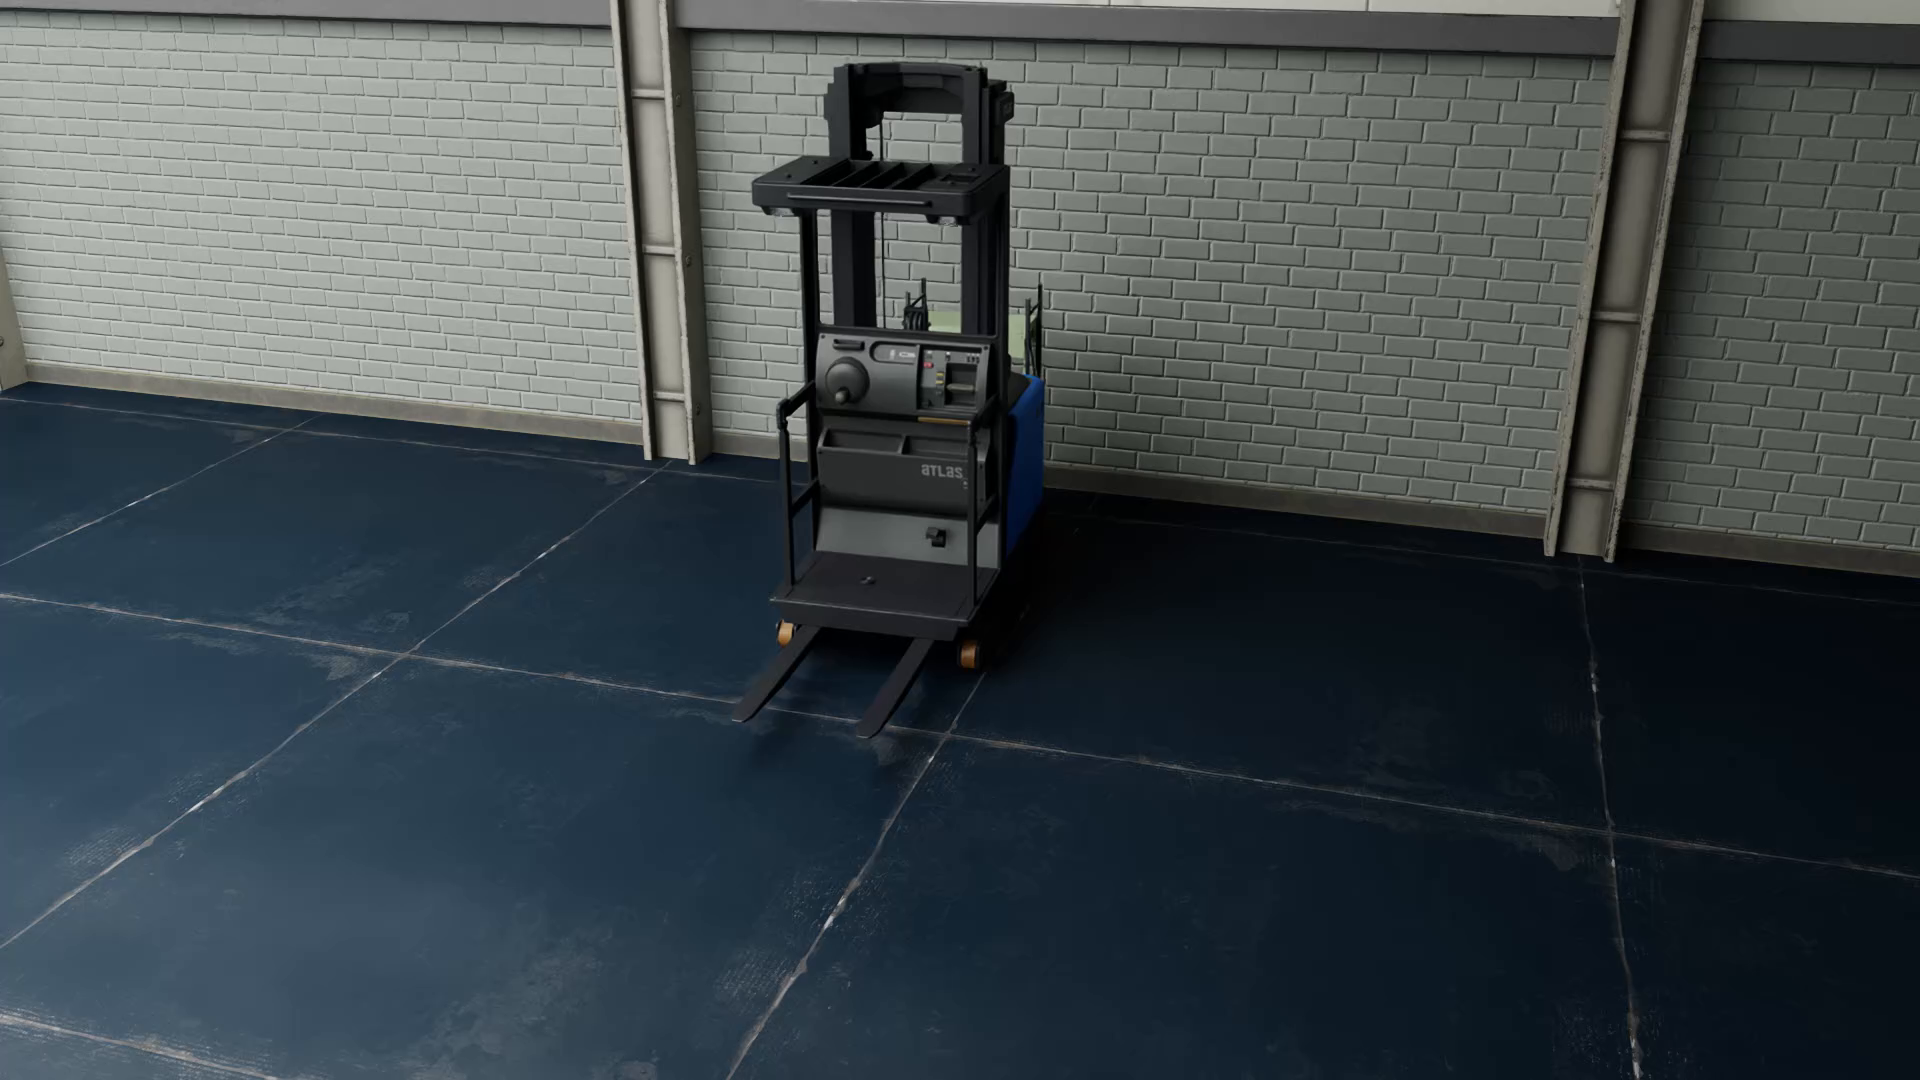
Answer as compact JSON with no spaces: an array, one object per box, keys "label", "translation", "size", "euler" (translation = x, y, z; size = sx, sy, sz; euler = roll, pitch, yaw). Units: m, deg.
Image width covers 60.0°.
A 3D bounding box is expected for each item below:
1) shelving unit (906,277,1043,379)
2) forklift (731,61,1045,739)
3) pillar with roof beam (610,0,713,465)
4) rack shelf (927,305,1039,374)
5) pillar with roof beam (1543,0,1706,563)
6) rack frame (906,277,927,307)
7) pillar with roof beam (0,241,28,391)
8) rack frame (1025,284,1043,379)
[{"label":"shelving unit","translation":[0.090,-0.825,10.305],"size":[0.755,1.500,0.431],"euler":[5,23,13]},{"label":"forklift","translation":[-0.351,-0.843,8.463],"size":[1.130,2.935,3.031],"euler":[6,23,13]},{"label":"pillar with roof beam","translation":[-3.222,-3.198,6.209],"size":[0.400,9.000,9.100],"euler":[7,23,16]},{"label":"rack shelf","translation":[0.090,-1.186,10.157],"size":[0.720,0.370,0.431],"euler":[5,23,13]},{"label":"pillar with roof beam","translation":[2.522,-2.541,4.606],"size":[0.400,9.000,9.100],"euler":[7,23,16]},{"label":"rack frame","translation":[-0.265,-0.859,10.387],"size":[0.023,1.500,0.400],"euler":[5,23,13]},{"label":"pillar with roof beam","translation":[-8.966,-3.856,7.813],"size":[0.400,9.000,9.100],"euler":[7,23,16]},{"label":"rack frame","translation":[0.445,-0.792,10.223],"size":[0.023,1.500,0.400],"euler":[5,23,13]}]
